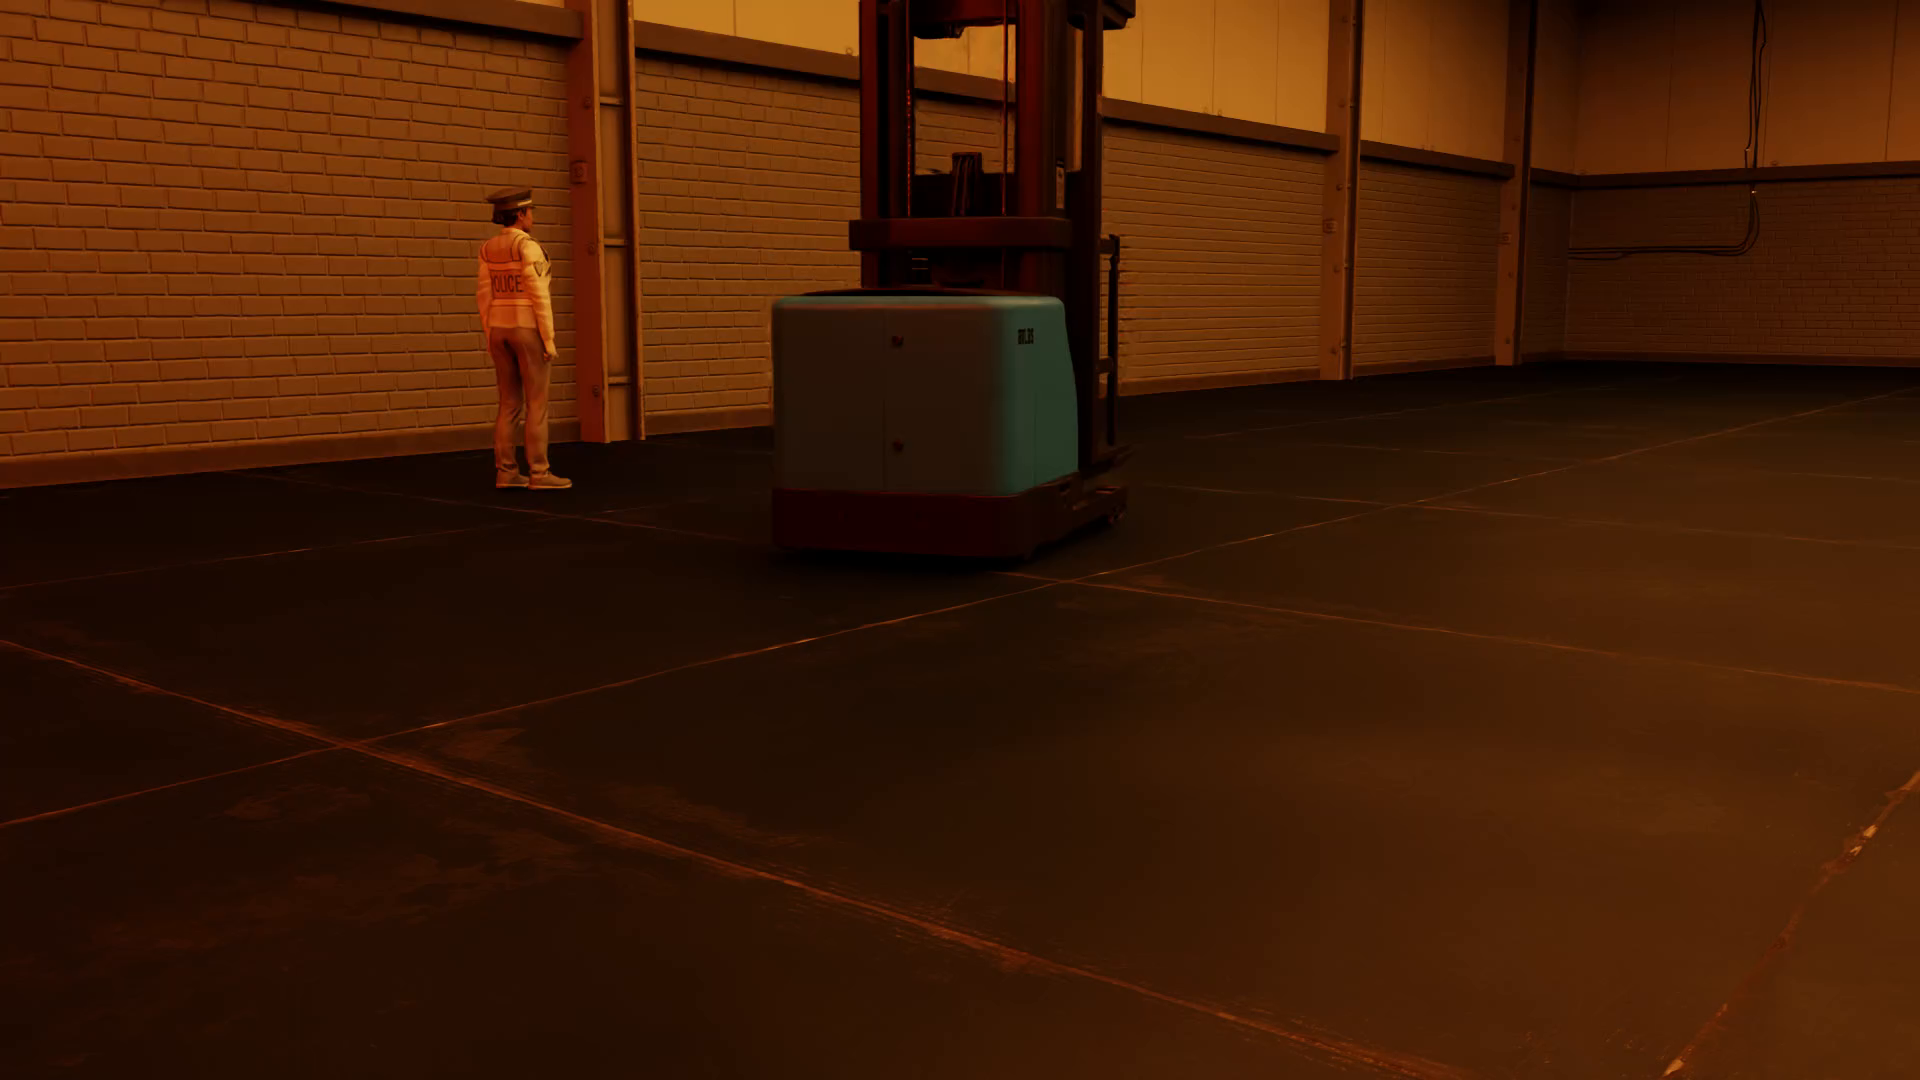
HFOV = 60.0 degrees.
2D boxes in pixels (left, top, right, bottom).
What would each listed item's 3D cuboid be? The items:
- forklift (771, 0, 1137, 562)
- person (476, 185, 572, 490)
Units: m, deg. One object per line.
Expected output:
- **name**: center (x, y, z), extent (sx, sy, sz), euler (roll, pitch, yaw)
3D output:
- **forklift**: center (0.181, -1.537, 7.788), extent (1.130, 2.935, 3.031), euler (3, 9, 18)
- **person**: center (-2.439, -1.123, 9.271), extent (0.497, 1.689, 0.339), euler (5, 10, 29)
